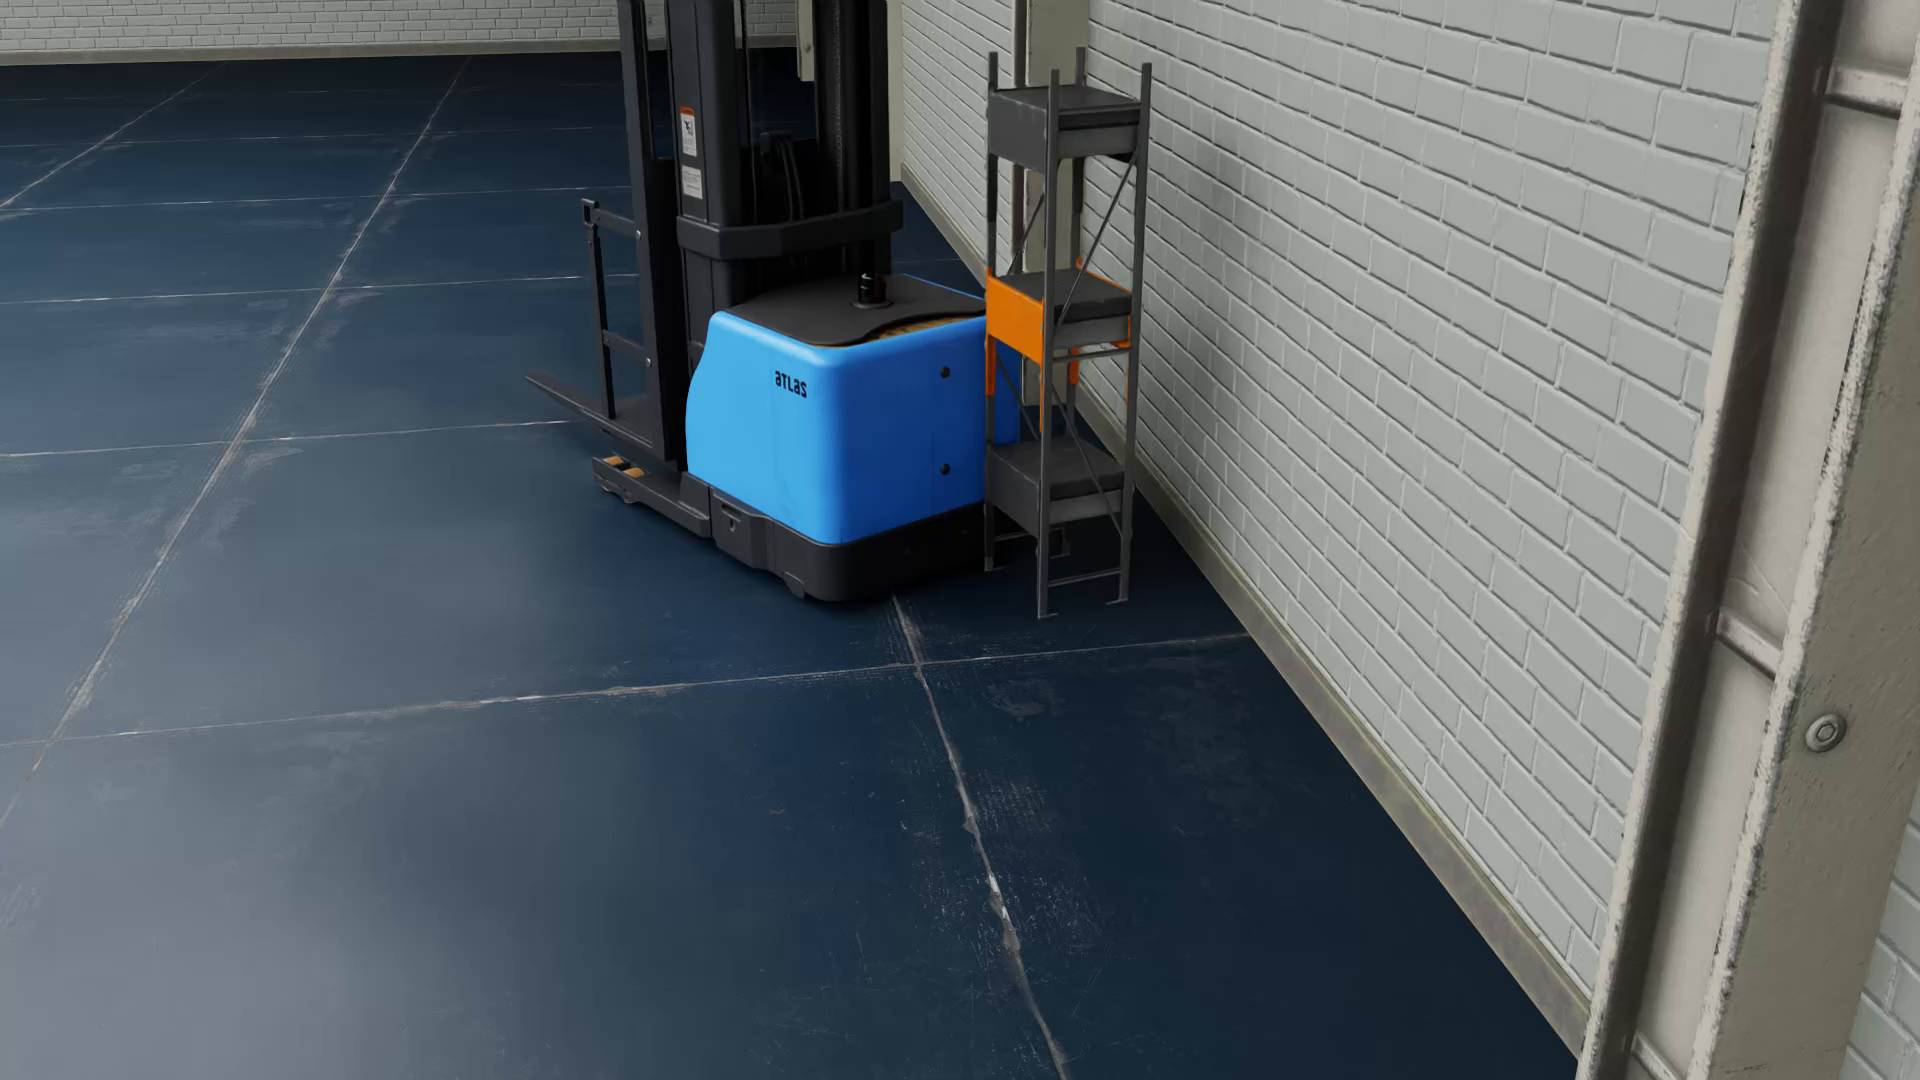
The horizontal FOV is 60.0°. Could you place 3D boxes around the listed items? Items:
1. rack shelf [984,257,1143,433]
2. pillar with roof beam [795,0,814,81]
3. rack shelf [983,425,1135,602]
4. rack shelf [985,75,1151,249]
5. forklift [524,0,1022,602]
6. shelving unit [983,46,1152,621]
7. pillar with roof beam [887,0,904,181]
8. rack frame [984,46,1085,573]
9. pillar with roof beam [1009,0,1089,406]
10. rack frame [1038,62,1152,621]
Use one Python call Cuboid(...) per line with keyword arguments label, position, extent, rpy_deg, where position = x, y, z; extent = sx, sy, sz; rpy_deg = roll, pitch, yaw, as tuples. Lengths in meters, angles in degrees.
Cuboid(label="rack shelf", position=(0.388, -0.758, 6.397), extent=(0.431, 0.518, 0.480), rpy_deg=(-10, 26, -22))
Cuboid(label="pillar with roof beam", position=(-5.999, -9.330, 17.370), extent=(9.100, 9.000, 0.400), rpy_deg=(-4, 24, -10))
Cuboid(label="rack shelf", position=(0.388, -0.117, 6.677), extent=(0.431, 0.518, 0.480), rpy_deg=(-10, 26, -22))
Cuboid(label="rack shelf", position=(0.388, -1.400, 6.117), extent=(0.431, 0.518, 0.480), rpy_deg=(-10, 26, -22))
Cuboid(label="forklift", position=(-1.059, -1.619, 7.295), extent=(1.130, 2.935, 3.031), rpy_deg=(-18, 29, -36))
Cuboid(label="shelving unit", position=(0.388, -0.771, 6.392), extent=(0.431, 2.100, 0.503), rpy_deg=(-10, 26, -22))
Cuboid(label="pillar with roof beam", position=(-4.890, -6.970, 11.967), extent=(9.100, 9.000, 0.400), rpy_deg=(-4, 24, -10))
Cuboid(label="rack frame", position=(0.287, -0.860, 6.595), extent=(0.400, 2.100, 0.015), rpy_deg=(-10, 26, -22))
Cuboid(label="pillar with roof beam", position=(-3.780, -4.610, 6.563), extent=(9.100, 9.000, 0.400), rpy_deg=(-4, 24, -10))
Cuboid(label="rack frame", position=(0.490, -0.682, 6.188), extent=(0.400, 2.100, 0.015), rpy_deg=(-10, 26, -22))
